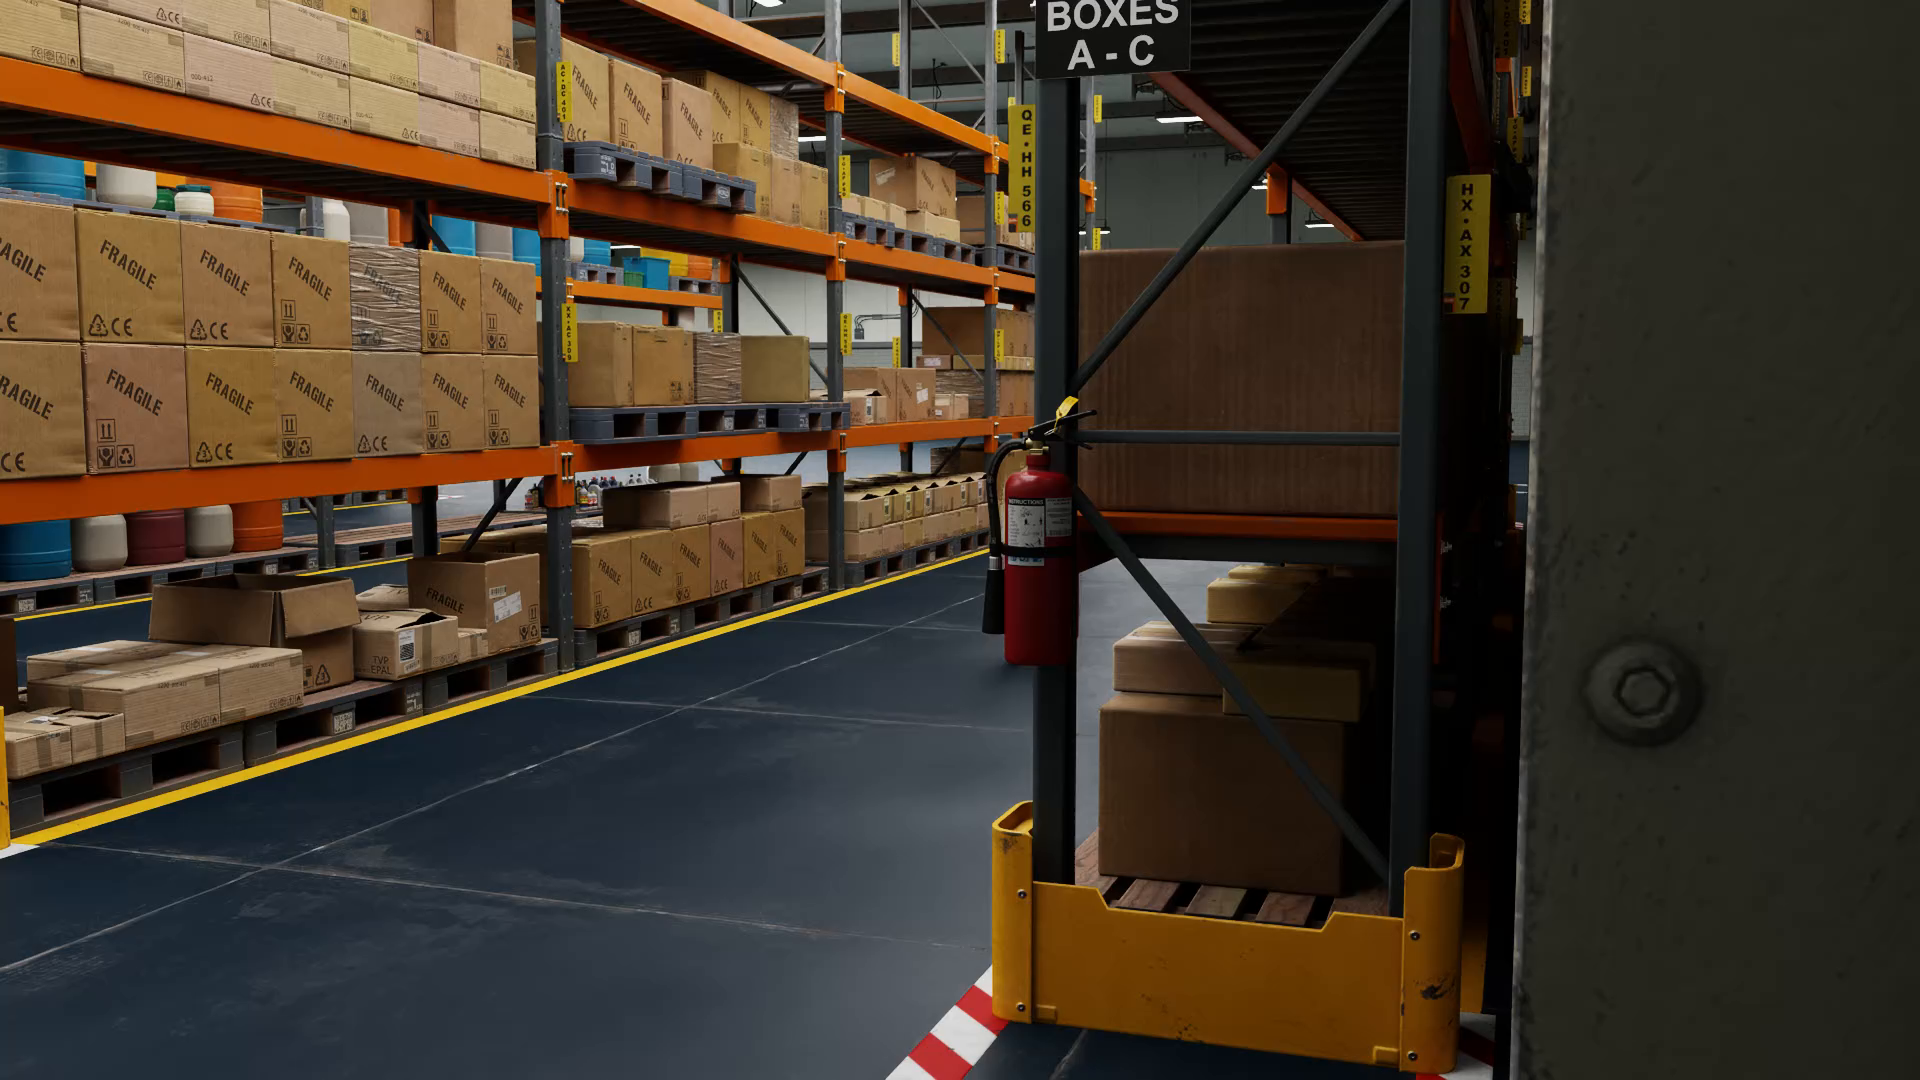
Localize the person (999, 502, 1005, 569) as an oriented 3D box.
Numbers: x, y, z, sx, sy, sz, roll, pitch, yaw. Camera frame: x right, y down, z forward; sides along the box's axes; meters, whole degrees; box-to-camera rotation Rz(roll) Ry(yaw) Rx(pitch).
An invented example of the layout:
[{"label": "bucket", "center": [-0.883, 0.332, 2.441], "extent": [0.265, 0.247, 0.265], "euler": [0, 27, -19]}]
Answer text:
[{"label": "person", "center": [0.502, 0.141, 10.023], "extent": [0.416, 1.152, 0.923], "euler": [2, 6, 17]}]
